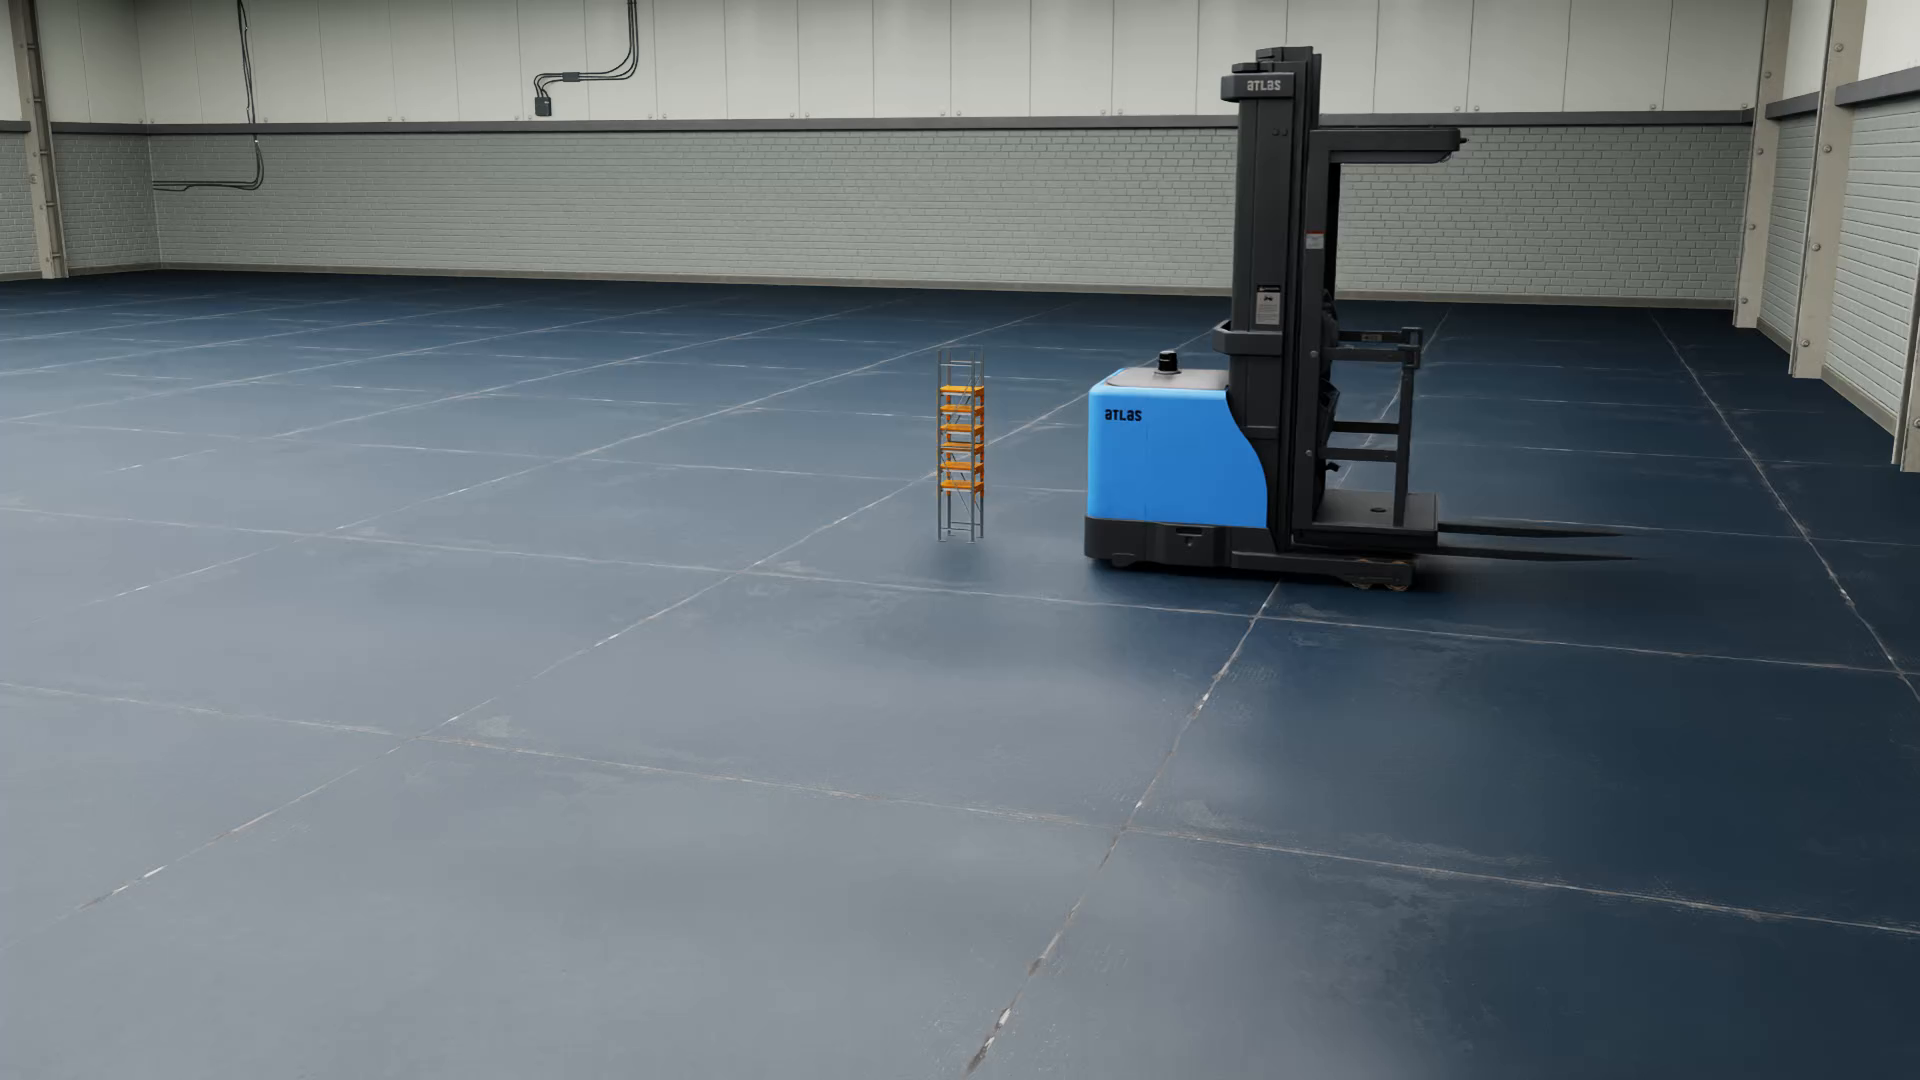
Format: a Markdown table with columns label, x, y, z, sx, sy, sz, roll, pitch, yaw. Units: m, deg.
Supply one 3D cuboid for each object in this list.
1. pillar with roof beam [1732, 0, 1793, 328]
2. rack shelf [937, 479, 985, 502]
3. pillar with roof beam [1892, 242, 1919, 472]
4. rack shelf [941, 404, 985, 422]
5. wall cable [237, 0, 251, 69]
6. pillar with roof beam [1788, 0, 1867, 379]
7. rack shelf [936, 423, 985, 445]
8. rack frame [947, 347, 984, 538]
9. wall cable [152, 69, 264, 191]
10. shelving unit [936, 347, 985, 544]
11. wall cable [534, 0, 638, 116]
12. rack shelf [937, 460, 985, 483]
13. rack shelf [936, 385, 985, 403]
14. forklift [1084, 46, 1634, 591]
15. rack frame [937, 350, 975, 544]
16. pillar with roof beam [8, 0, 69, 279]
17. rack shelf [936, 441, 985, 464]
| label | x | y | z | sx | sy | sz | roll | pitch | yaw |
| --- | --- | --- | --- | --- | --- | --- | --- | --- | --- |
| pillar with roof beam | 7.265 | -7.782 | 24.359 | 9.100 | 9.000 | 0.400 | 4 | 14 | 18 |
| rack shelf | 0.005 | -0.311 | 10.431 | 0.258 | 0.103 | 0.180 | 4 | 14 | 18 |
| pillar with roof beam | 3.383 | -5.255 | 13.289 | 9.100 | 9.000 | 0.400 | 4 | 14 | 18 |
| rack shelf | 0.005 | -0.779 | 10.324 | 0.258 | 0.103 | 0.180 | 4 | 14 | 18 |
| wall cable | -13.703 | -11.018 | 34.168 | 3.097 | 2.526 | 0.112 | 4 | 14 | 18 |
| pillar with roof beam | 5.324 | -6.518 | 18.824 | 9.100 | 9.000 | 0.400 | 4 | 14 | 18 |
| rack shelf | 0.005 | -0.662 | 10.351 | 0.258 | 0.103 | 0.180 | 4 | 14 | 18 |
| rack frame | 0.034 | -0.607 | 10.452 | 0.240 | 1.200 | 0.006 | 4 | 14 | 18 |
| wall cable | -16.263 | -8.751 | 35.584 | 3.097 | 2.526 | 0.112 | 4 | 14 | 18 |
| shelving unit | 0.005 | -0.588 | 10.368 | 0.258 | 1.200 | 0.189 | 4 | 14 | 18 |
| wall cable | -7.285 | -11.236 | 31.851 | 2.305 | 6.003 | 0.169 | 4 | 14 | 18 |
| rack shelf | 0.005 | -0.428 | 10.404 | 0.258 | 0.103 | 0.180 | 4 | 14 | 18 |
| rack shelf | 0.005 | -0.896 | 10.298 | 0.258 | 0.103 | 0.180 | 4 | 14 | 18 |
| forklift | 2.306 | -1.277 | 9.494 | 3.031 | 2.935 | 1.130 | 4 | 13 | 15 |
| rack frame | -0.025 | -0.569 | 10.283 | 0.240 | 1.200 | 0.006 | 4 | 14 | 18 |
| pillar with roof beam | -14.394 | -9.430 | 31.580 | 9.100 | 9.000 | 0.400 | 4 | 14 | 18 |
| rack shelf | 0.005 | -0.545 | 10.378 | 0.258 | 0.103 | 0.180 | 4 | 14 | 18 |
